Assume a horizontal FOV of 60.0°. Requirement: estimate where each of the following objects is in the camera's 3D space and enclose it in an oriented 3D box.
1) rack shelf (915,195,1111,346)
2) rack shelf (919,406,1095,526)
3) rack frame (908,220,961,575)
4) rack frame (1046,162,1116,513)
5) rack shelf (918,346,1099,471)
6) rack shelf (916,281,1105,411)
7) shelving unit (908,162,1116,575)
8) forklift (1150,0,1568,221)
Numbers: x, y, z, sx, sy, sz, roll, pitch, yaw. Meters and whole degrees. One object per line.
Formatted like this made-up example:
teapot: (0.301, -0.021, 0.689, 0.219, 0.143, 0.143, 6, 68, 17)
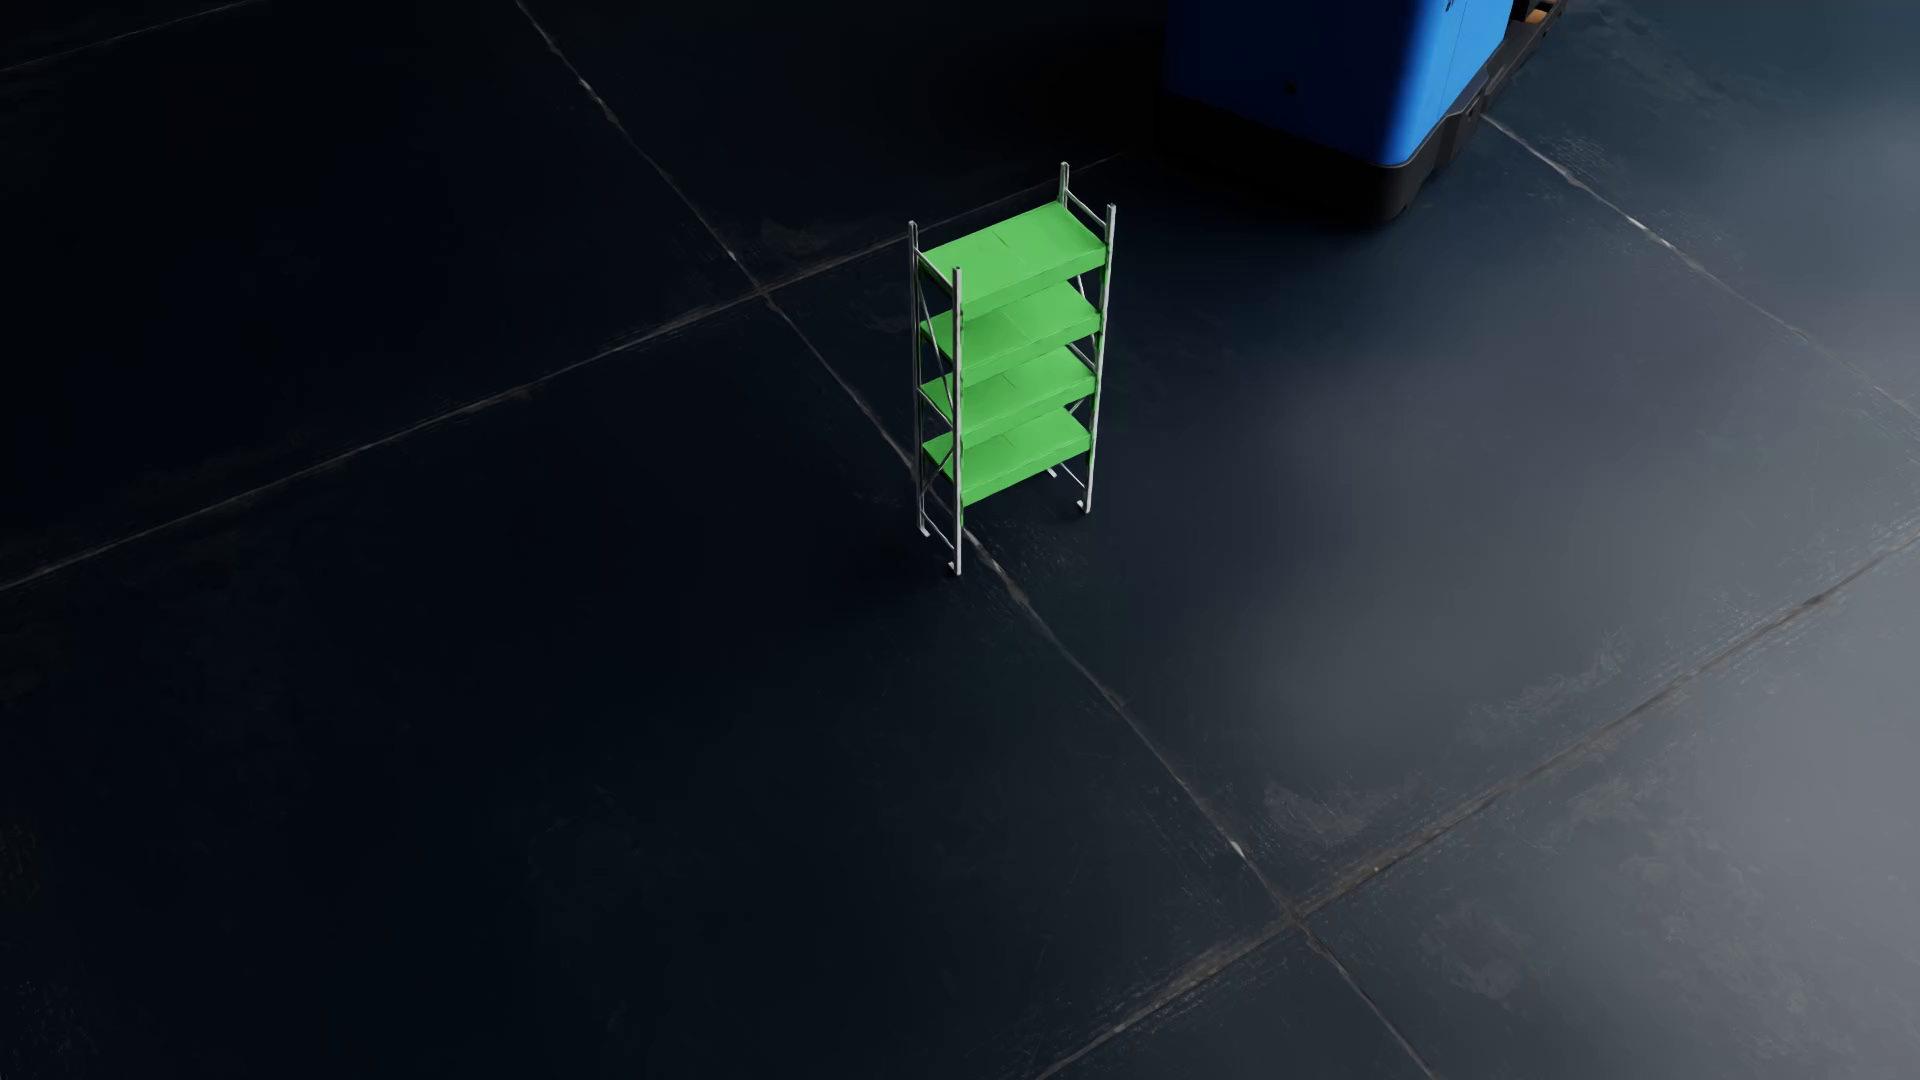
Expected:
rack shelf: (0.140, -0.742, 4.550, 0.480, 0.148, 0.258, -25, 53, -21)
rack shelf: (0.140, -0.263, 5.088, 0.480, 0.148, 0.258, -25, 53, -21)
rack frame: (-0.066, -0.368, 4.774, 0.015, 1.200, 0.240, -25, 53, -21)
rack frame: (0.346, -0.562, 4.947, 0.015, 1.200, 0.240, -25, 53, -21)
rack shelf: (0.140, -0.422, 4.908, 0.480, 0.148, 0.258, -25, 53, -21)
rack shelf: (0.140, -0.582, 4.729, 0.480, 0.148, 0.258, -25, 53, -21)
shelving unit: (0.140, -0.465, 4.861, 0.503, 1.200, 0.258, -25, 53, -21)
forklift: (1.975, -3.250, 6.181, 1.130, 2.935, 3.031, 26, 53, 21)
